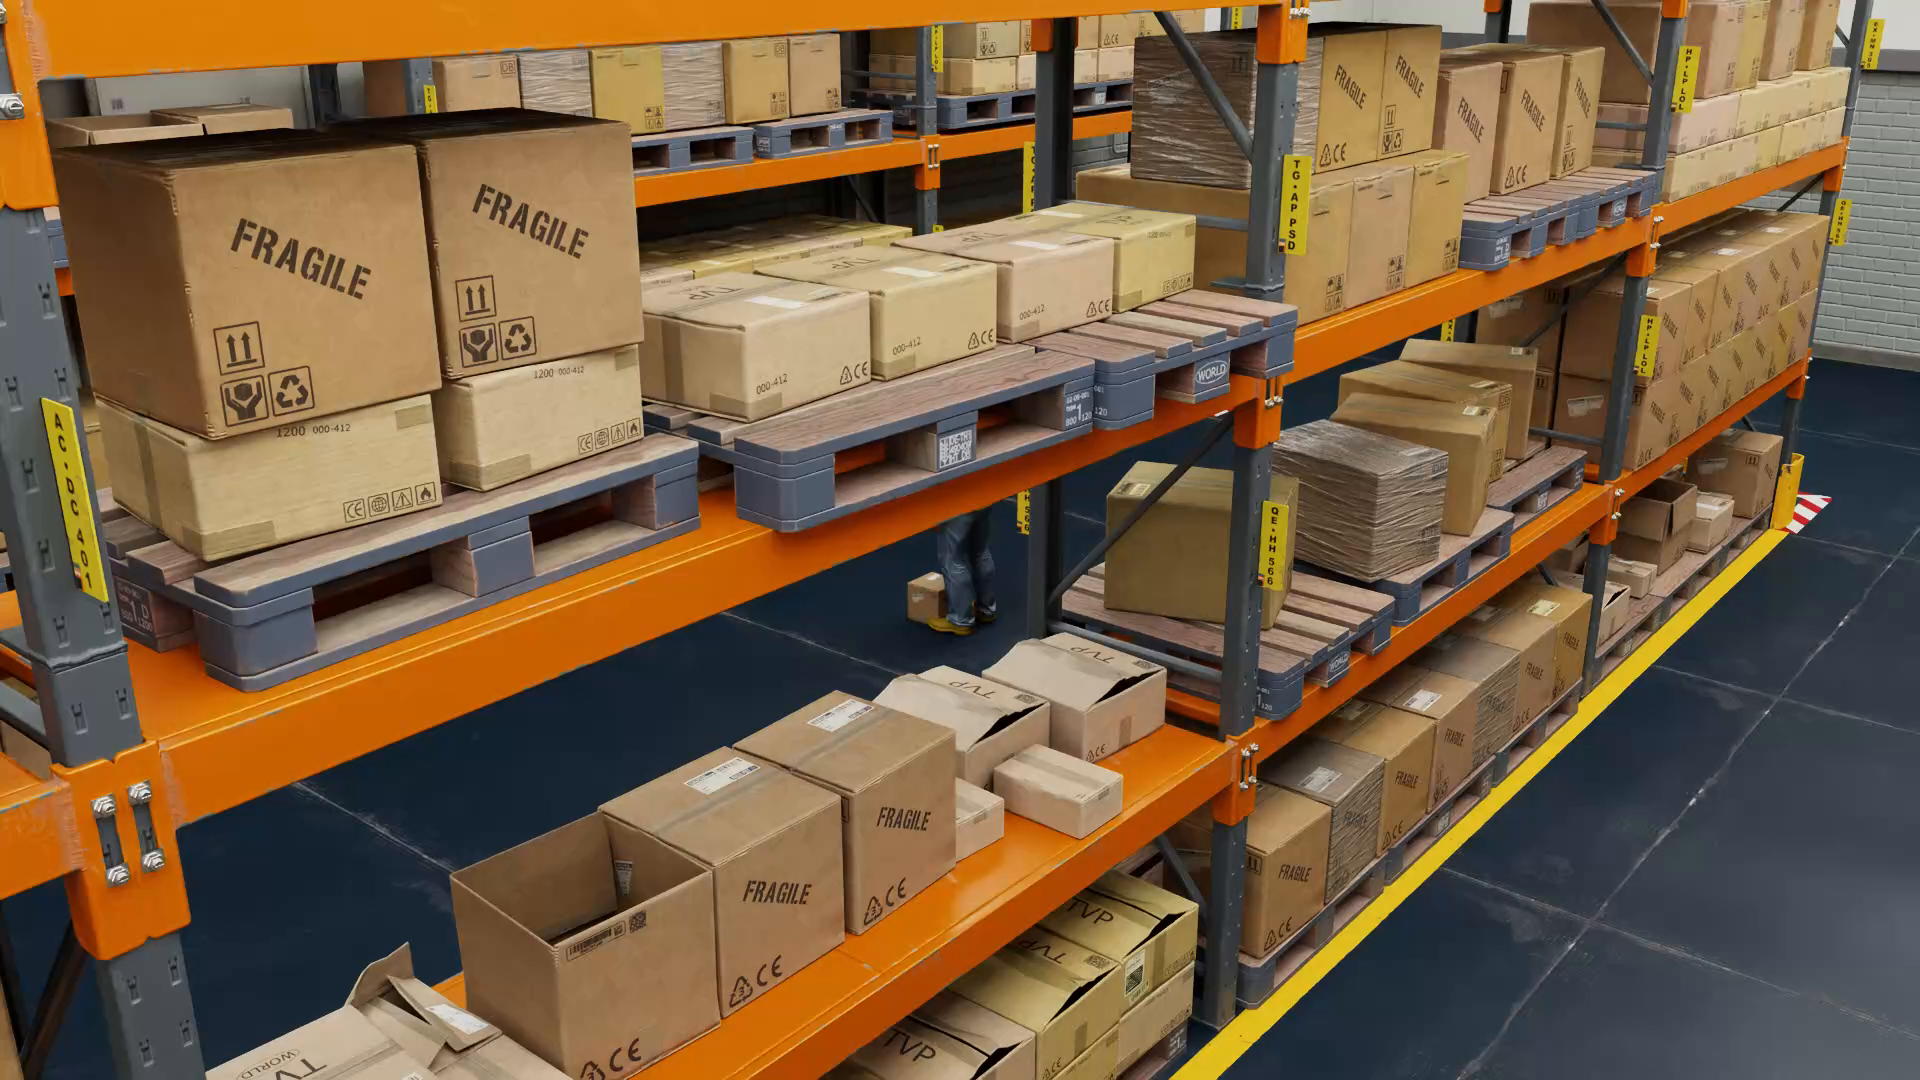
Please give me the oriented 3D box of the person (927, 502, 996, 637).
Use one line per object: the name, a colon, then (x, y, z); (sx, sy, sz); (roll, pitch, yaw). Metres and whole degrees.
person: (0.018, -0.277, 10.309); (0.460, 1.759, 0.629); (14, 24, 34)
